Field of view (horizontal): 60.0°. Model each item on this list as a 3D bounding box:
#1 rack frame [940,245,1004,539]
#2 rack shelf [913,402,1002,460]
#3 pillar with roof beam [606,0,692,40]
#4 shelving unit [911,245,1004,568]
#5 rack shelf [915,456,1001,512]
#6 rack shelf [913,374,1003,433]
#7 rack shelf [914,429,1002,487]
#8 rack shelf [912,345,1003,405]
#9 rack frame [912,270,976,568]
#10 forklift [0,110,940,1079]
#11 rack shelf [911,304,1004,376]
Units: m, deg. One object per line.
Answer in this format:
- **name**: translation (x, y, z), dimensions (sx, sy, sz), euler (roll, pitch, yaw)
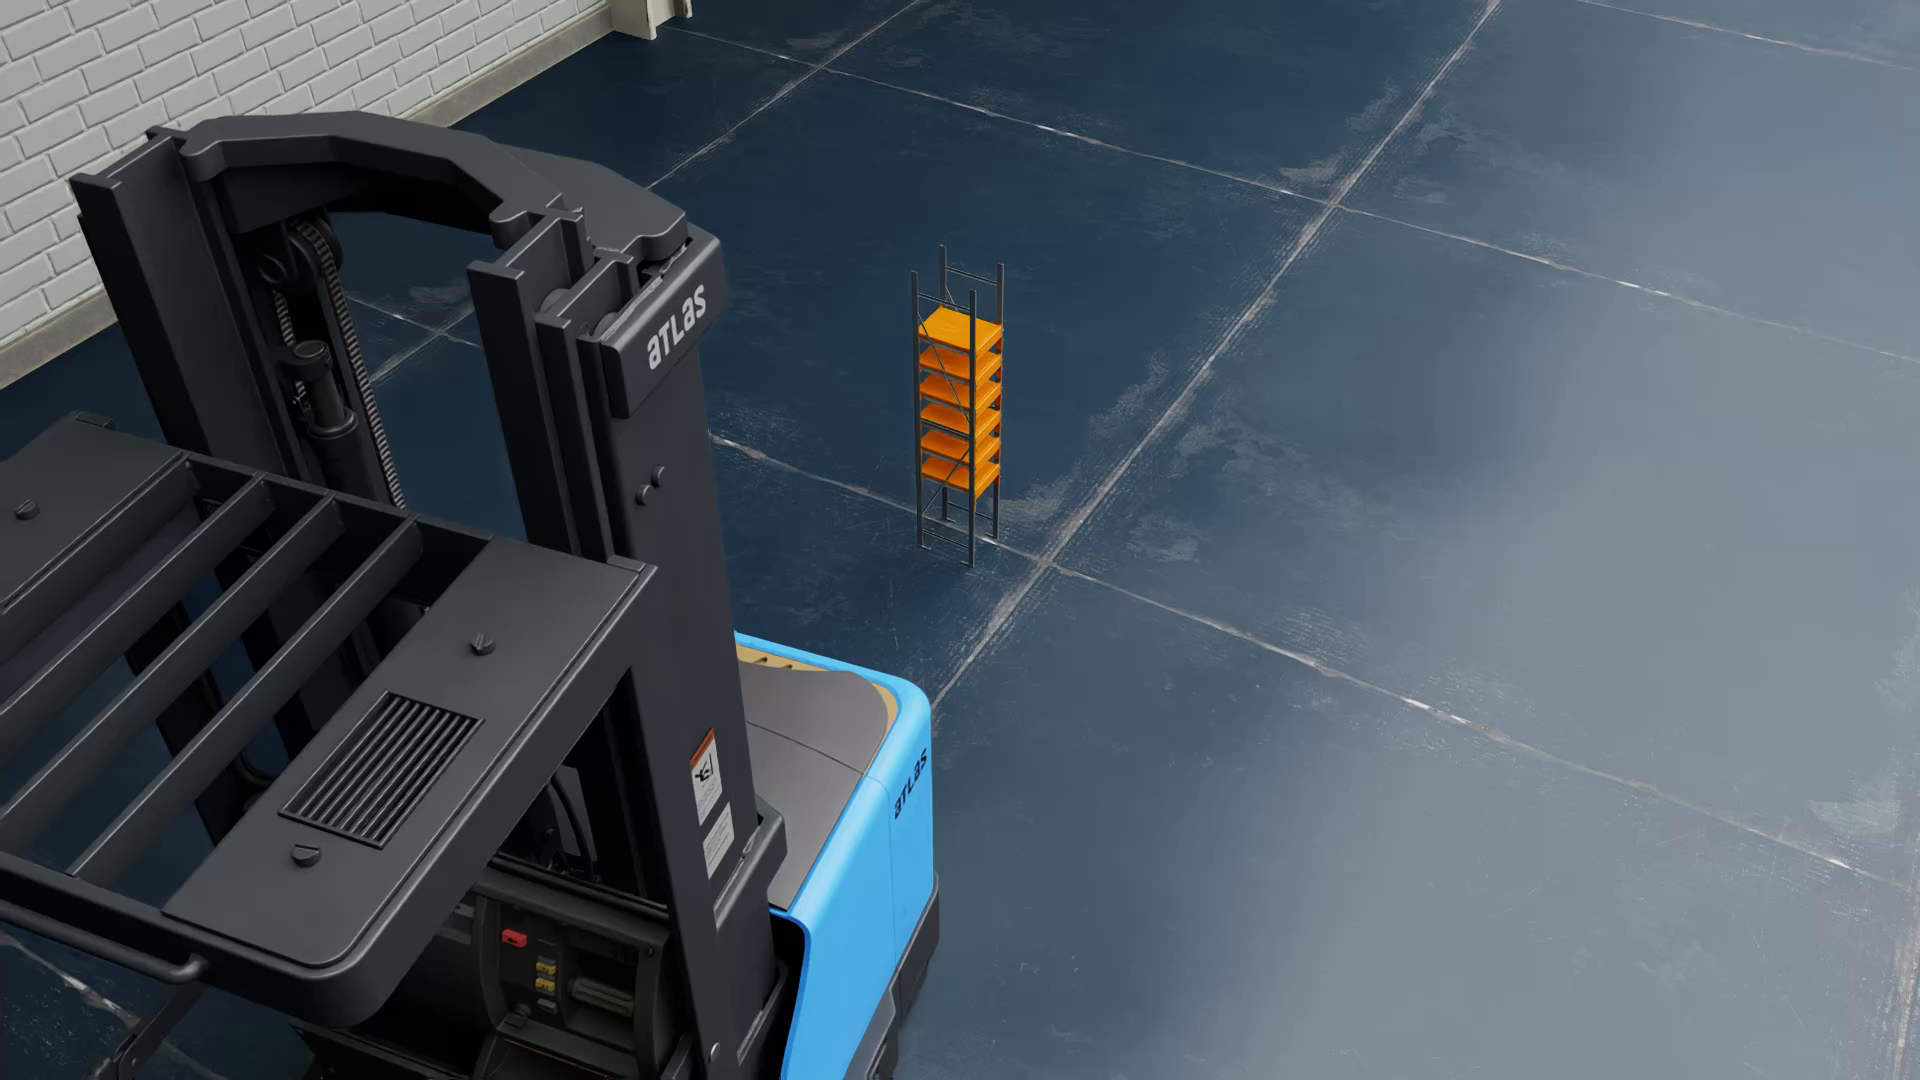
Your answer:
- **rack frame**: translation (0.039, -0.494, 5.904), dimensions (0.240, 1.200, 0.006), euler (21, 45, 22)
- **rack shelf**: translation (-0.007, -0.409, 5.873), dimensions (0.258, 0.103, 0.180), euler (21, 45, 22)
- **pillar with roof beam**: translation (1.931, -4.969, 5.083), dimensions (9.100, 9.000, 0.400), euler (21, 45, 22)
- **shelving unit**: translation (-0.007, -0.442, 5.844), dimensions (0.258, 1.200, 0.189), euler (21, 45, 22)
- **rack shelf**: translation (-0.007, -0.229, 6.032), dimensions (0.258, 0.103, 0.180), euler (21, 45, 22)
- **rack shelf**: translation (-0.007, -0.499, 5.794), dimensions (0.258, 0.103, 0.180), euler (21, 45, 22)
- **rack shelf**: translation (-0.007, -0.319, 5.953), dimensions (0.258, 0.103, 0.180), euler (21, 45, 22)
- **rack shelf**: translation (-0.007, -0.589, 5.715), dimensions (0.258, 0.103, 0.180), euler (21, 45, 22)
- **rack frame**: translation (-0.053, -0.390, 5.785), dimensions (0.240, 1.200, 0.006), euler (21, 45, 22)
- **forklift**: translation (-1.057, 0.871, 3.044), dimensions (1.130, 2.935, 3.031), euler (14, 43, 15)
- **rack shelf**: translation (-0.007, -0.679, 5.636), dimensions (0.258, 0.103, 0.180), euler (21, 45, 22)
